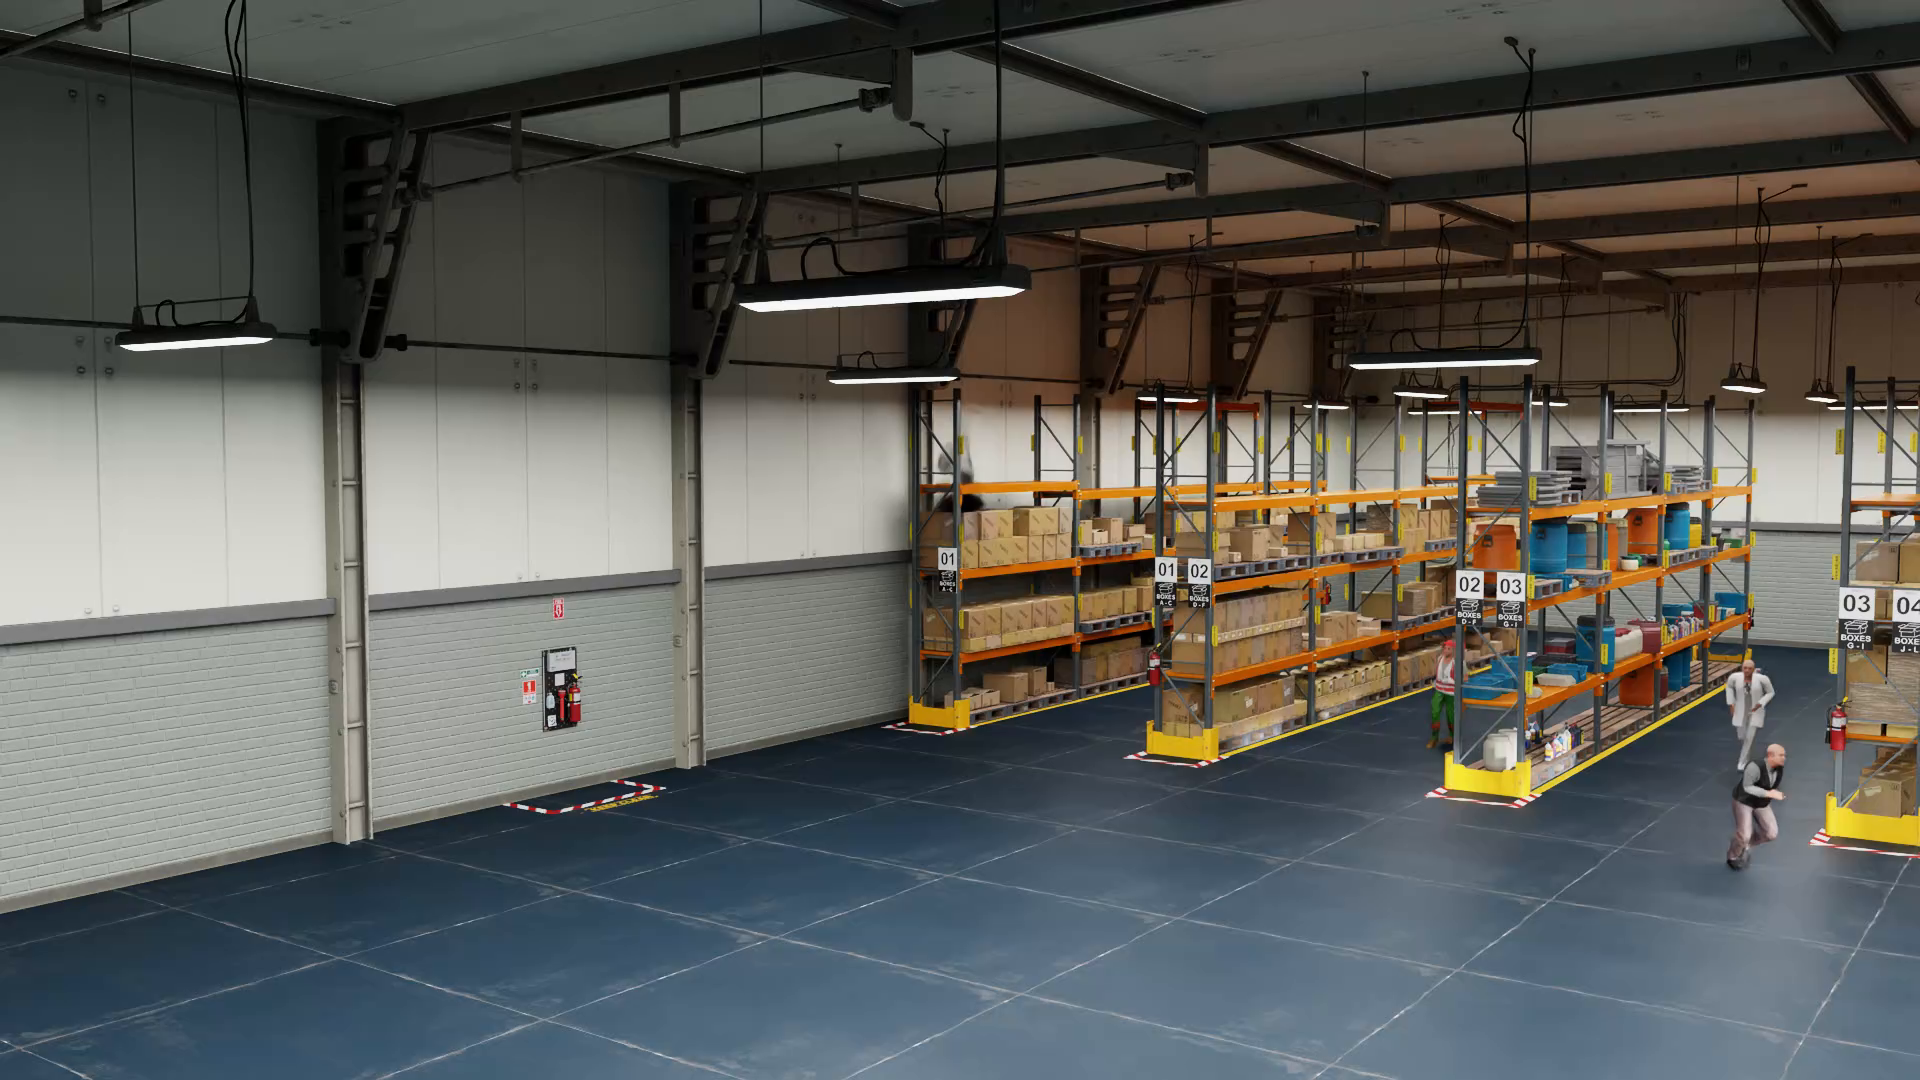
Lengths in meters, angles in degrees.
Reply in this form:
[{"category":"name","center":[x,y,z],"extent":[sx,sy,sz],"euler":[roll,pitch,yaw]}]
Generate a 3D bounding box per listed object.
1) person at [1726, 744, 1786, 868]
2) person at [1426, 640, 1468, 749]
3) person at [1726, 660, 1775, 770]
[{"category":"person","center":[9.363,3.111,19.430],"extent":[0.687,1.549,0.886],"euler":[-1,3,-20]},{"category":"person","center":[8.106,2.554,27.417],"extent":[0.648,1.834,0.769],"euler":[3,4,42]},{"category":"person","center":[12.290,2.695,25.880],"extent":[0.707,1.719,0.822],"euler":[2,4,30]}]
